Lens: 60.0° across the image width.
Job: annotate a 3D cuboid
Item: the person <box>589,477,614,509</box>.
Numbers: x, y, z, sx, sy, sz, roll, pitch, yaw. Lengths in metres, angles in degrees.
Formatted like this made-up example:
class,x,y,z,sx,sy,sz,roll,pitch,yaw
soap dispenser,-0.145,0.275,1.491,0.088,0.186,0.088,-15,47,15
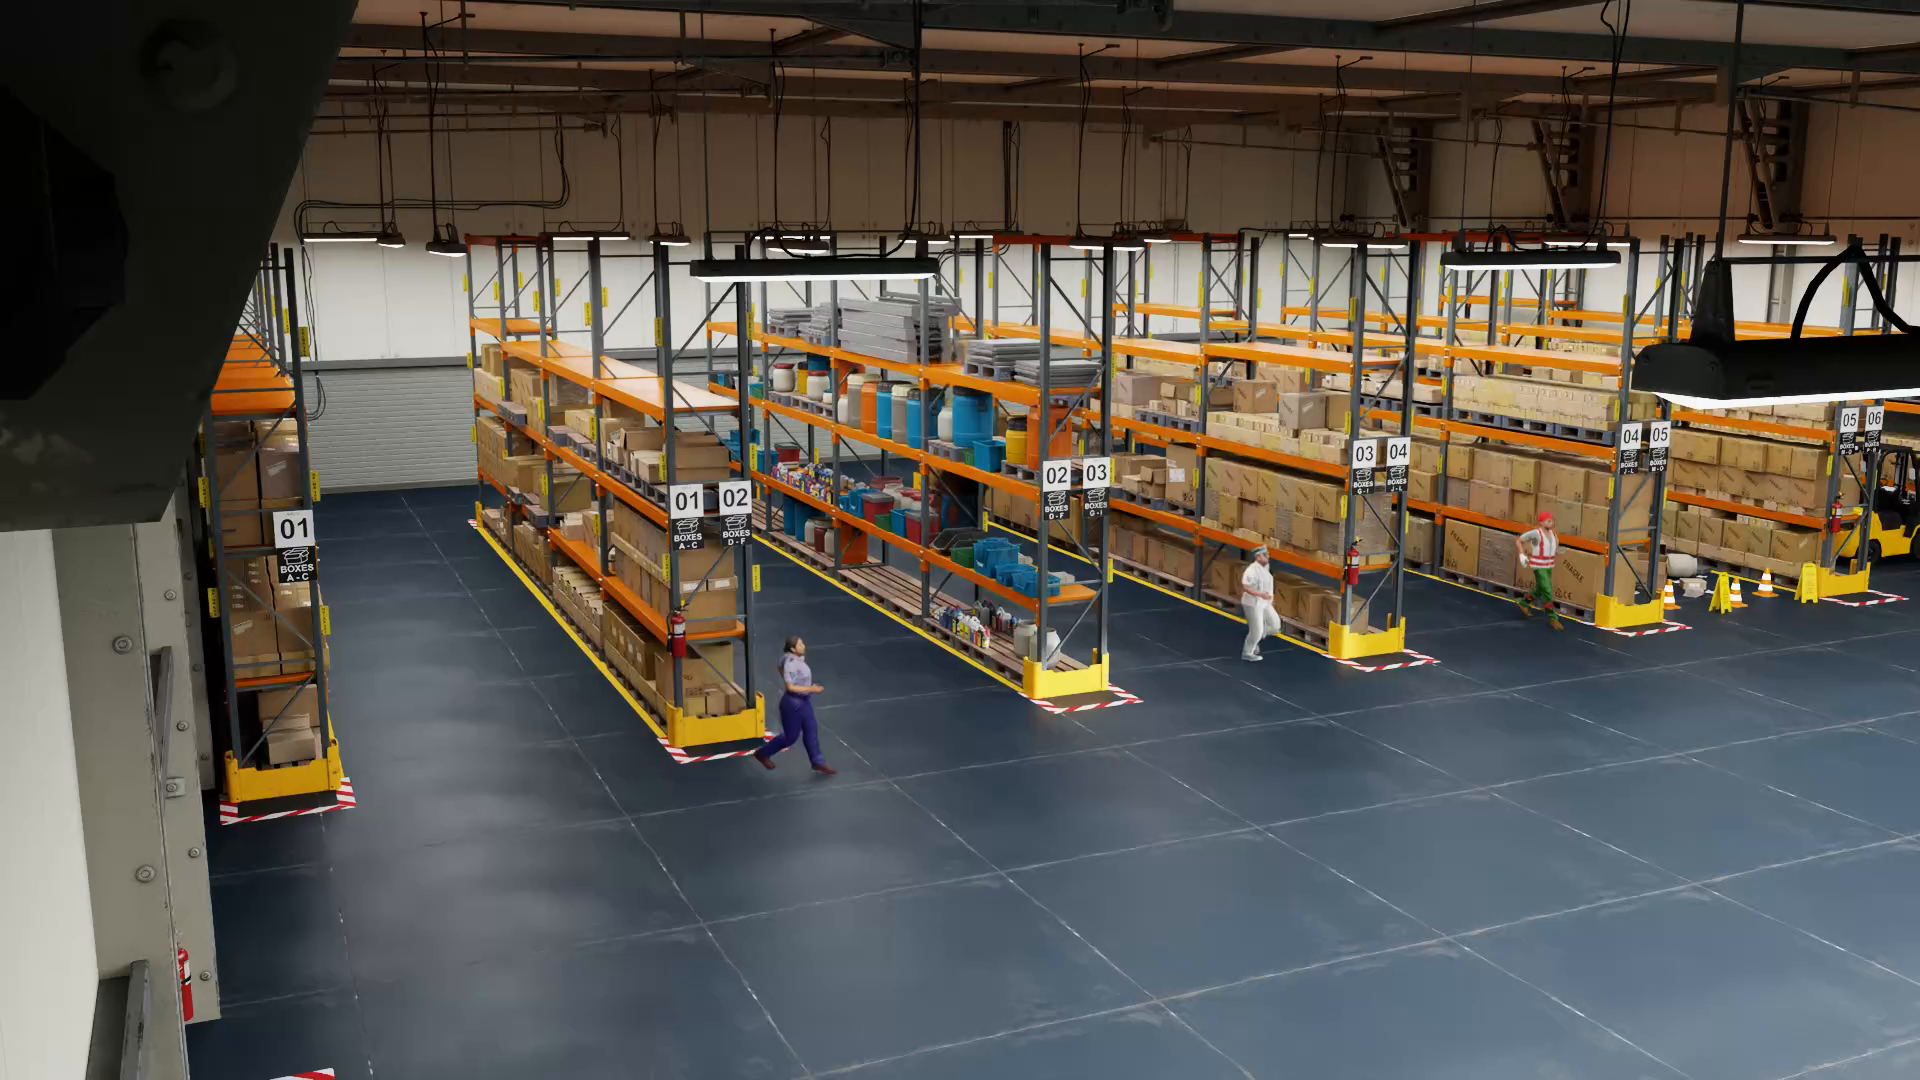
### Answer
class,x,y,z,sx,sy,sz,roll,pitch,yaw
person,-7.287,-0.890,33.966,0.534,1.421,0.516,-6,13,-29

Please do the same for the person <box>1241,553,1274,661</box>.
class,x,y,z,sx,sy,sz,roll,pitch,yaw
person,4.335,0.931,23.911,0.608,1.672,0.690,10,15,42

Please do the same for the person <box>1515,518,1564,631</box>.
class,x,y,z,sx,sy,sz,roll,pitch,yaw
person,9.161,0.473,26.128,0.687,1.743,1.026,-7,13,-32

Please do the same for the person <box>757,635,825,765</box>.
class,x,y,z,sx,sy,sz,roll,pitch,yaw
person,-1.929,1.848,19.004,0.780,1.560,0.621,1,11,4
